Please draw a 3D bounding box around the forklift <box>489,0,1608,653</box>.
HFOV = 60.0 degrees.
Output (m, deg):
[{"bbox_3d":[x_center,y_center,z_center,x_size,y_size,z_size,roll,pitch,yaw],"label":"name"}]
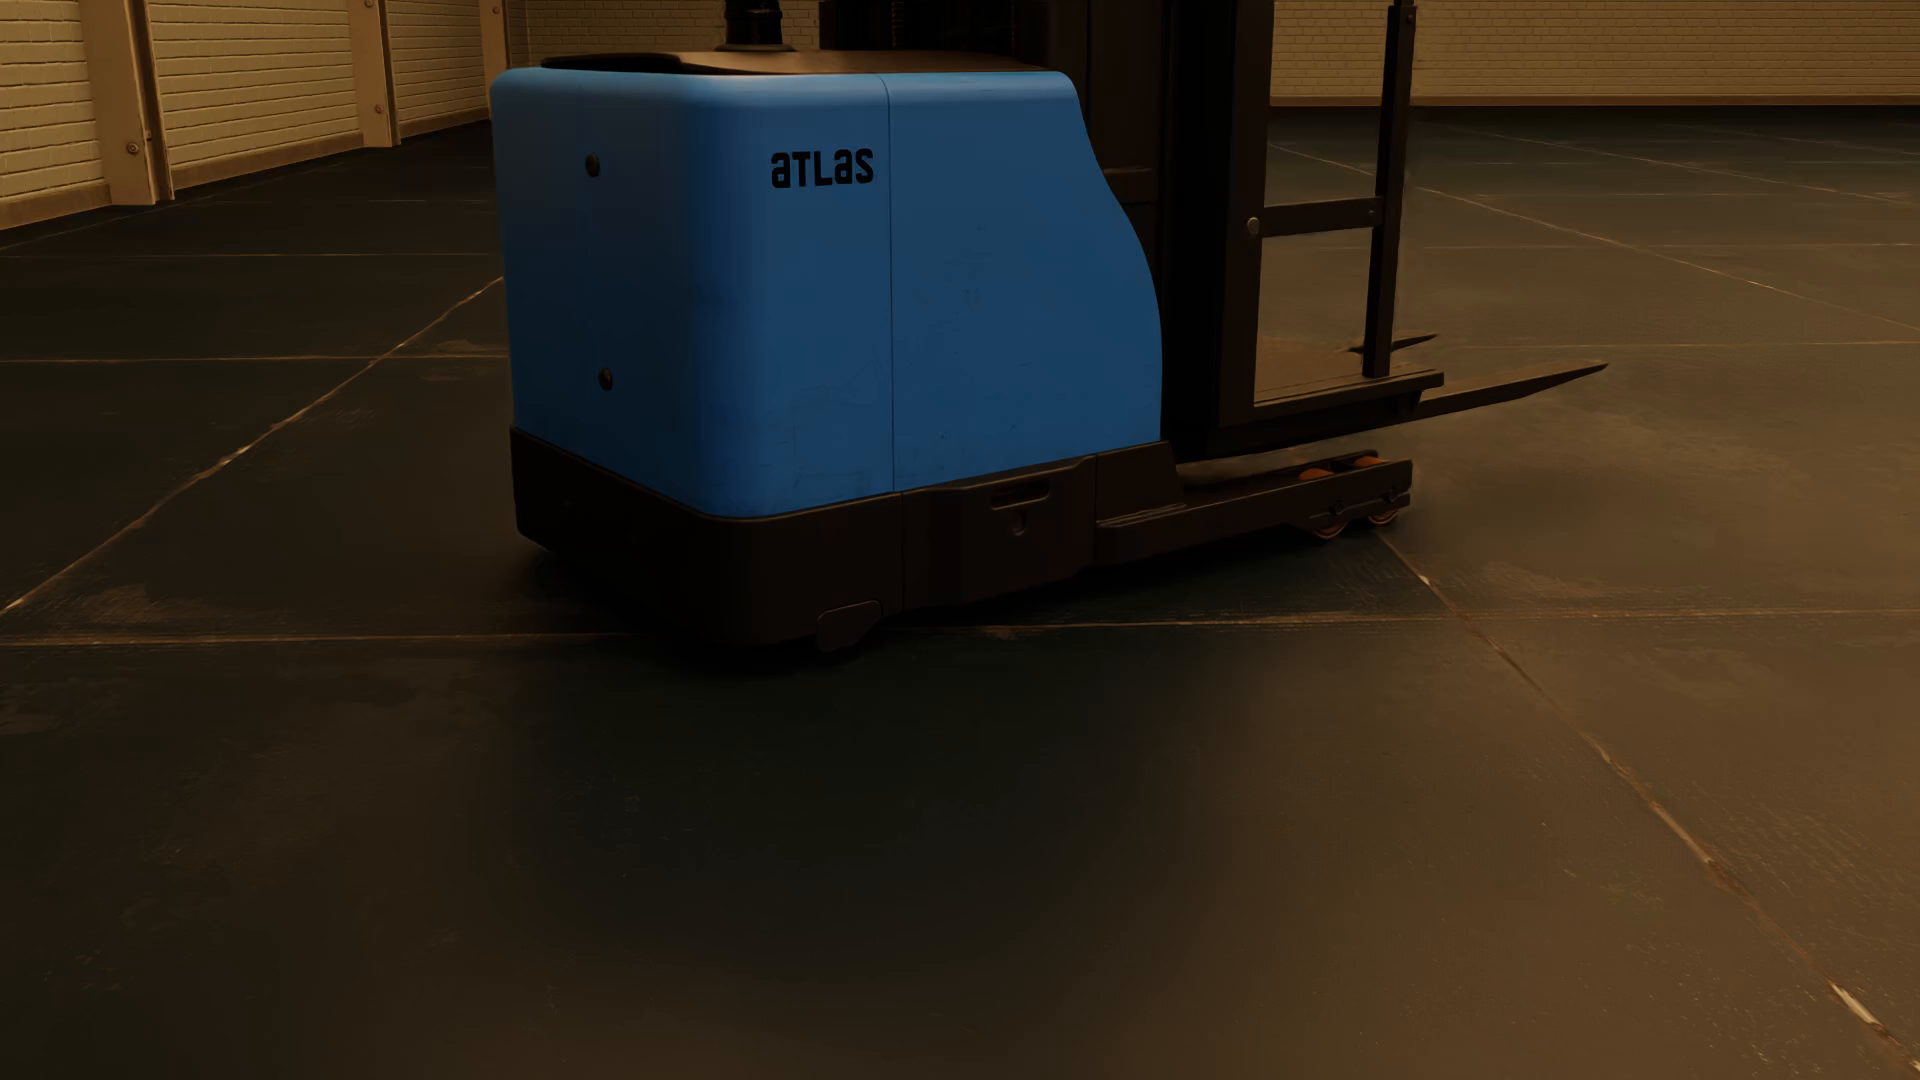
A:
[{"bbox_3d":[0.480,-1.515,3.859,3.031,2.935,1.130,-12,21,-35],"label":"forklift"}]
